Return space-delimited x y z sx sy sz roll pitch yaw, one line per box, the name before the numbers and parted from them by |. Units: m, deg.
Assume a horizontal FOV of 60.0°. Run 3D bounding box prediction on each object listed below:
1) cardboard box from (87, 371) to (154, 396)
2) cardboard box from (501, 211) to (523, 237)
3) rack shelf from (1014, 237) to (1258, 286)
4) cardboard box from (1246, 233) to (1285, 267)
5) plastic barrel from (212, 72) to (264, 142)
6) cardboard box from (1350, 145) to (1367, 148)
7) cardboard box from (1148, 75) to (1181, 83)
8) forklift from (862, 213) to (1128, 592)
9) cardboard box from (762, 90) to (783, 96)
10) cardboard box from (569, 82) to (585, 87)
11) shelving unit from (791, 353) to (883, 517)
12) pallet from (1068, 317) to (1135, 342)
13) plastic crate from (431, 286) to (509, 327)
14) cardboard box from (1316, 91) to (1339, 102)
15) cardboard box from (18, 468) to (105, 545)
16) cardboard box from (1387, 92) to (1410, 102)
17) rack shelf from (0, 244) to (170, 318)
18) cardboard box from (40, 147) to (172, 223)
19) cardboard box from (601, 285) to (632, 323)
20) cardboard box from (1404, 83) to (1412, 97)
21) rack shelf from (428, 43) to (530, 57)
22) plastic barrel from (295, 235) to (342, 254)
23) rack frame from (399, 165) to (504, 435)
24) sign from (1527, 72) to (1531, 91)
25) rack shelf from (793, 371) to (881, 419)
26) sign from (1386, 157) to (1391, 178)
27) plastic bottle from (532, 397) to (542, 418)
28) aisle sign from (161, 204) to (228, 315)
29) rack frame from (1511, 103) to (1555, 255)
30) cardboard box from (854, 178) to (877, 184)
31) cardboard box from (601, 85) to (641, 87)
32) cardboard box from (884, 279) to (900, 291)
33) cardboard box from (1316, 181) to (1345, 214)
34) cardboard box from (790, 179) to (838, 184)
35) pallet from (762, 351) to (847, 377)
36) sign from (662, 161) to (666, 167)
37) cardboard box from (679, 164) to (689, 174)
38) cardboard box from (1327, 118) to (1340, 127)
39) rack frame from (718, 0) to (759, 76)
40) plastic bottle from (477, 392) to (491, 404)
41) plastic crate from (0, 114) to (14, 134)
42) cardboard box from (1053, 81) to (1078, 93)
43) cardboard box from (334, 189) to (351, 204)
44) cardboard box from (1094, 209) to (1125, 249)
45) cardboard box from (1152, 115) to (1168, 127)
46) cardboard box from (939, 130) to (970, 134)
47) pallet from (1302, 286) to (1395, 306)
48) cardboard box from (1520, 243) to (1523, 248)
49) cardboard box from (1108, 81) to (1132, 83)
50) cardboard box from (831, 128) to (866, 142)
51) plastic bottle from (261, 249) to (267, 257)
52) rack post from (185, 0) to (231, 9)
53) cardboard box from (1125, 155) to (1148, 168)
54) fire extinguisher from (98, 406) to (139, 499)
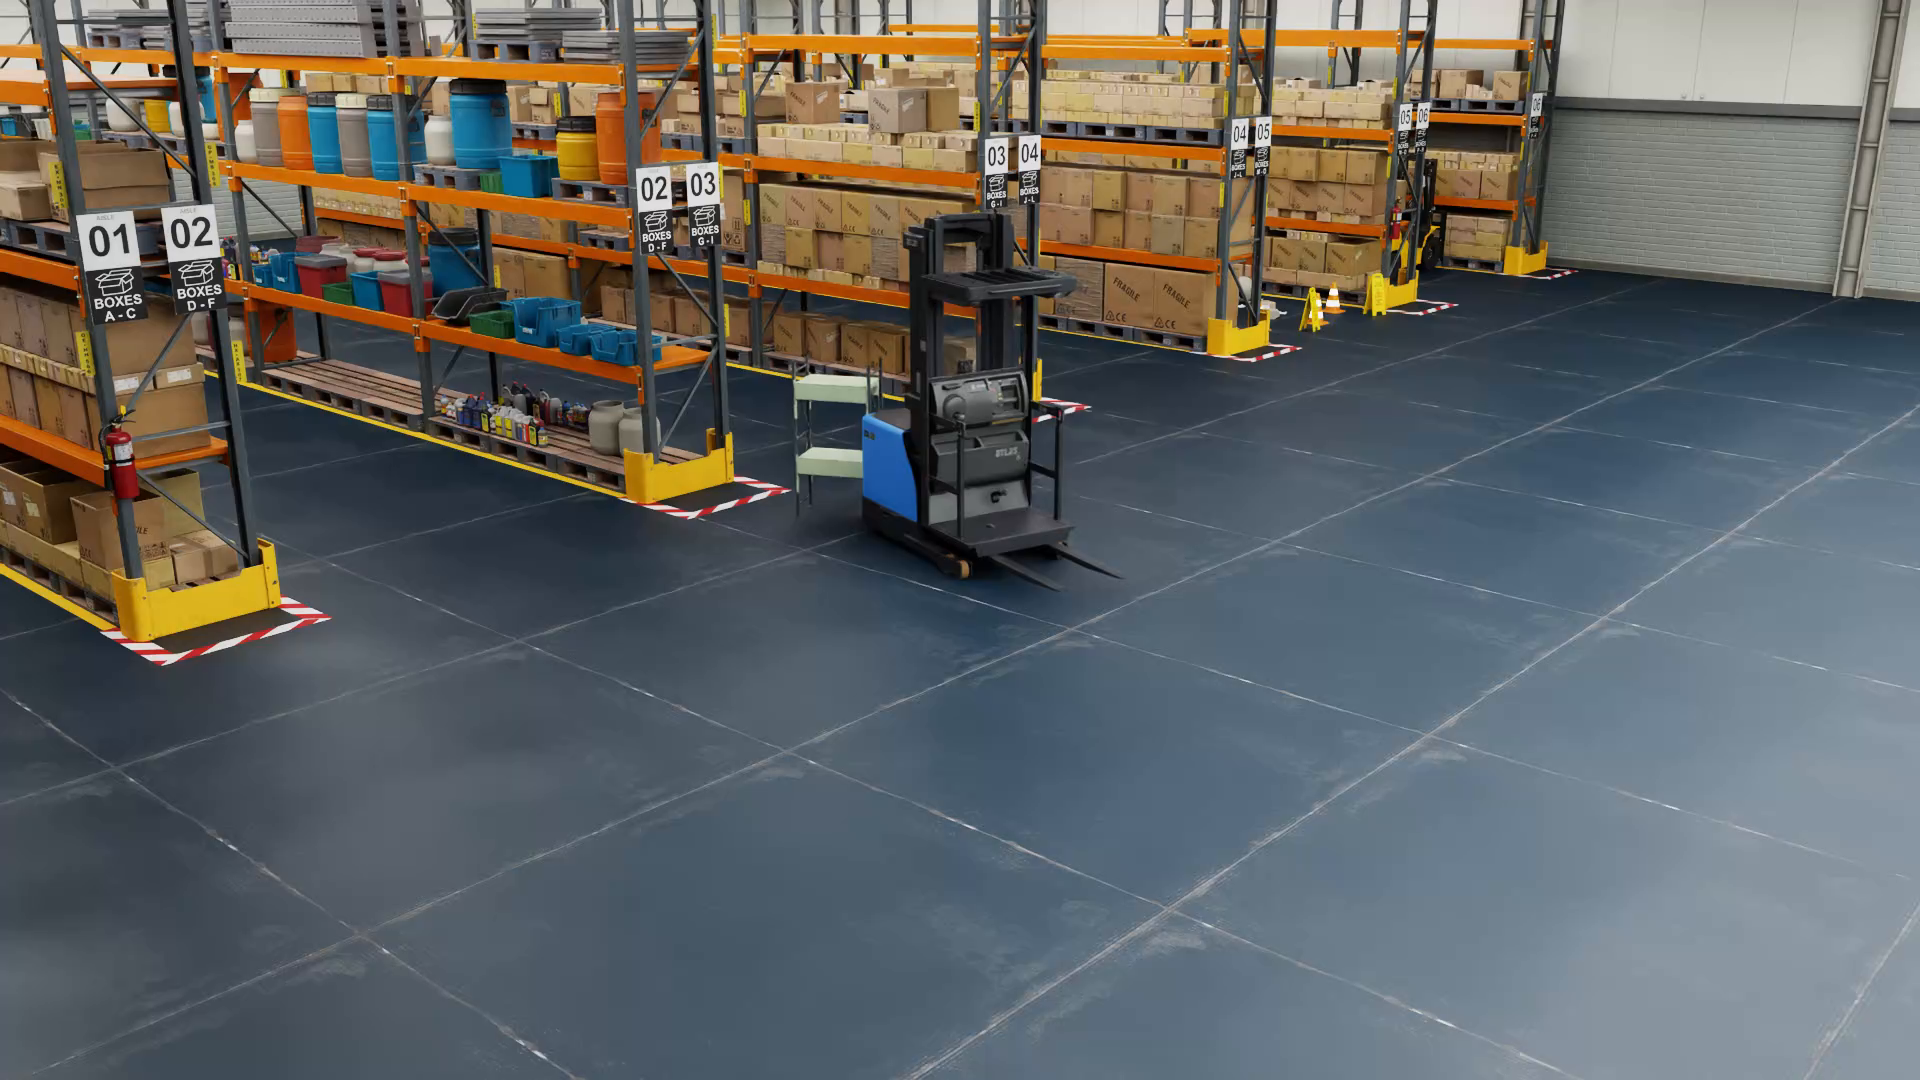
cardboard box | -6.418 -1.205 12.714 0.250 0.149 0.380 15 23 38
cardboard box | -6.704 -4.957 25.608 0.500 0.500 0.500 14 22 38
rack shelf | 2.445 -4.216 24.627 4.000 0.370 1.077 15 23 39
cardboard box | 5.216 -4.959 28.390 0.500 0.500 0.500 17 24 42
plastic barrel | -9.121 -5.490 21.090 0.708 0.830 0.600 15 23 39
cardboard box | 7.760 -7.564 32.257 0.250 0.149 0.380 15 23 40
cardboard box | 3.641 -7.985 29.082 0.500 0.250 0.500 16 23 40
forklift | 0.288 -1.221 14.114 1.130 2.935 3.031 -10 20 -30
cardboard box | -3.021 -7.396 28.332 0.500 0.500 0.500 15 23 39
cardboard box | -7.109 -8.611 31.748 0.500 0.250 0.500 15 23 40
shelving unit | -1.143 -0.968 15.682 0.755 1.500 0.431 5 18 14
pallet | 2.383 -3.216 24.897 1.213 0.211 1.003 15 23 39
plastic crate | -5.399 -2.575 18.368 0.504 0.338 0.767 15 23 39
cardboard box | 5.998 -7.210 27.009 0.250 0.149 0.380 15 23 39
cardboard box | -7.362 -0.300 13.709 0.500 0.500 0.500 15 23 39
cardboard box | 7.020 -7.105 26.679 0.250 0.149 0.380 15 23 39
rack shelf | -7.501 -2.303 13.641 4.000 0.370 1.077 15 23 39
cardboard box | -6.432 -2.677 12.533 0.797 0.503 0.637 -16 24 -42
cardboard box | -4.896 -3.550 24.744 0.500 0.500 0.700 14 22 36
cardboard box | 8.360 -8.471 31.250 0.258 0.266 0.396 14 23 38
rack shelf | -6.906 -7.389 25.369 4.000 0.370 1.077 15 23 39
plastic barrel | -8.150 -3.581 21.213 0.708 0.536 0.600 15 23 39
rack frame | -5.706 -2.738 18.780 0.127 3.000 1.000 15 23 39
sign | 10.072 -8.115 29.433 0.005 0.325 0.100 15 23 39
rack shelf | -1.143 -1.340 15.564 0.720 0.370 0.431 5 18 14
sign | 6.767 -5.879 26.240 0.005 0.325 0.100 15 23 39
plastic bottle | -4.697 -1.457 18.508 0.133 0.283 0.061 15 23 39
aisle sign | -5.753 -2.110 12.504 0.004 0.787 0.394 15 23 39
rack frame | 10.443 -6.421 30.387 0.127 3.000 1.000 15 23 39
cardboard box | -1.334 -6.094 27.538 0.500 0.500 0.700 15 23 38
cardboard box | -4.888 -6.338 24.174 0.500 0.500 0.500 16 24 41
cardboard box | -0.723 -3.194 20.631 0.250 0.149 0.380 15 23 39
cardboard box | 6.191 -5.635 27.253 0.500 0.500 0.500 15 23 39
cardboard box | -1.900 -4.497 22.012 0.500 0.500 0.500 15 23 39
pallet | -1.893 -2.403 22.334 1.213 0.211 1.003 15 23 39
sign | -5.389 -6.855 30.322 0.005 0.325 0.100 15 23 39
cardboard box | -4.833 -6.693 29.980 0.250 0.149 0.380 16 24 41
cardboard box | 6.169 -6.786 26.990 0.250 0.149 0.380 15 23 40
rack frame | -4.816 -11.370 36.061 0.127 3.000 1.000 15 23 39
plastic bottle | -5.282 -1.462 18.411 0.185 0.351 0.144 15 23 39
plastic crate | -14.579 -6.375 25.496 0.590 0.269 0.497 15 23 39
cardboard box | 1.566 -6.596 24.214 0.250 0.149 0.380 15 23 38
cardboard box | -10.448 -5.976 28.740 0.500 0.250 0.500 14 22 37
cardboard box | 2.448 -4.637 24.515 0.500 0.550 0.875 15 23 39
cardboard box | 2.898 -5.858 23.209 0.250 0.149 0.380 15 23 40
cardboard box | -0.036 -4.879 20.157 0.250 0.149 0.380 16 24 41
pallet | 6.510 -4.155 27.855 1.213 0.211 1.003 15 23 39
cardboard box | 10.205 -5.454 31.189 0.500 0.250 0.500 15 23 39
cardboard box | 2.378 -6.644 24.365 0.250 0.149 0.380 15 23 39
cardboard box | -1.380 -5.019 20.596 0.250 0.149 0.380 14 23 38
plastic bottle | -9.262 -3.749 22.177 0.097 0.271 0.097 0 18 0
rack post | -9.346 -6.781 20.749 0.986 0.289 0.624 15 23 39
cardboard box | 3.290 -6.630 29.694 0.500 0.500 0.500 15 23 40
fire extinguisher | -6.225 -0.649 12.327 0.183 0.674 0.296 15 23 39
